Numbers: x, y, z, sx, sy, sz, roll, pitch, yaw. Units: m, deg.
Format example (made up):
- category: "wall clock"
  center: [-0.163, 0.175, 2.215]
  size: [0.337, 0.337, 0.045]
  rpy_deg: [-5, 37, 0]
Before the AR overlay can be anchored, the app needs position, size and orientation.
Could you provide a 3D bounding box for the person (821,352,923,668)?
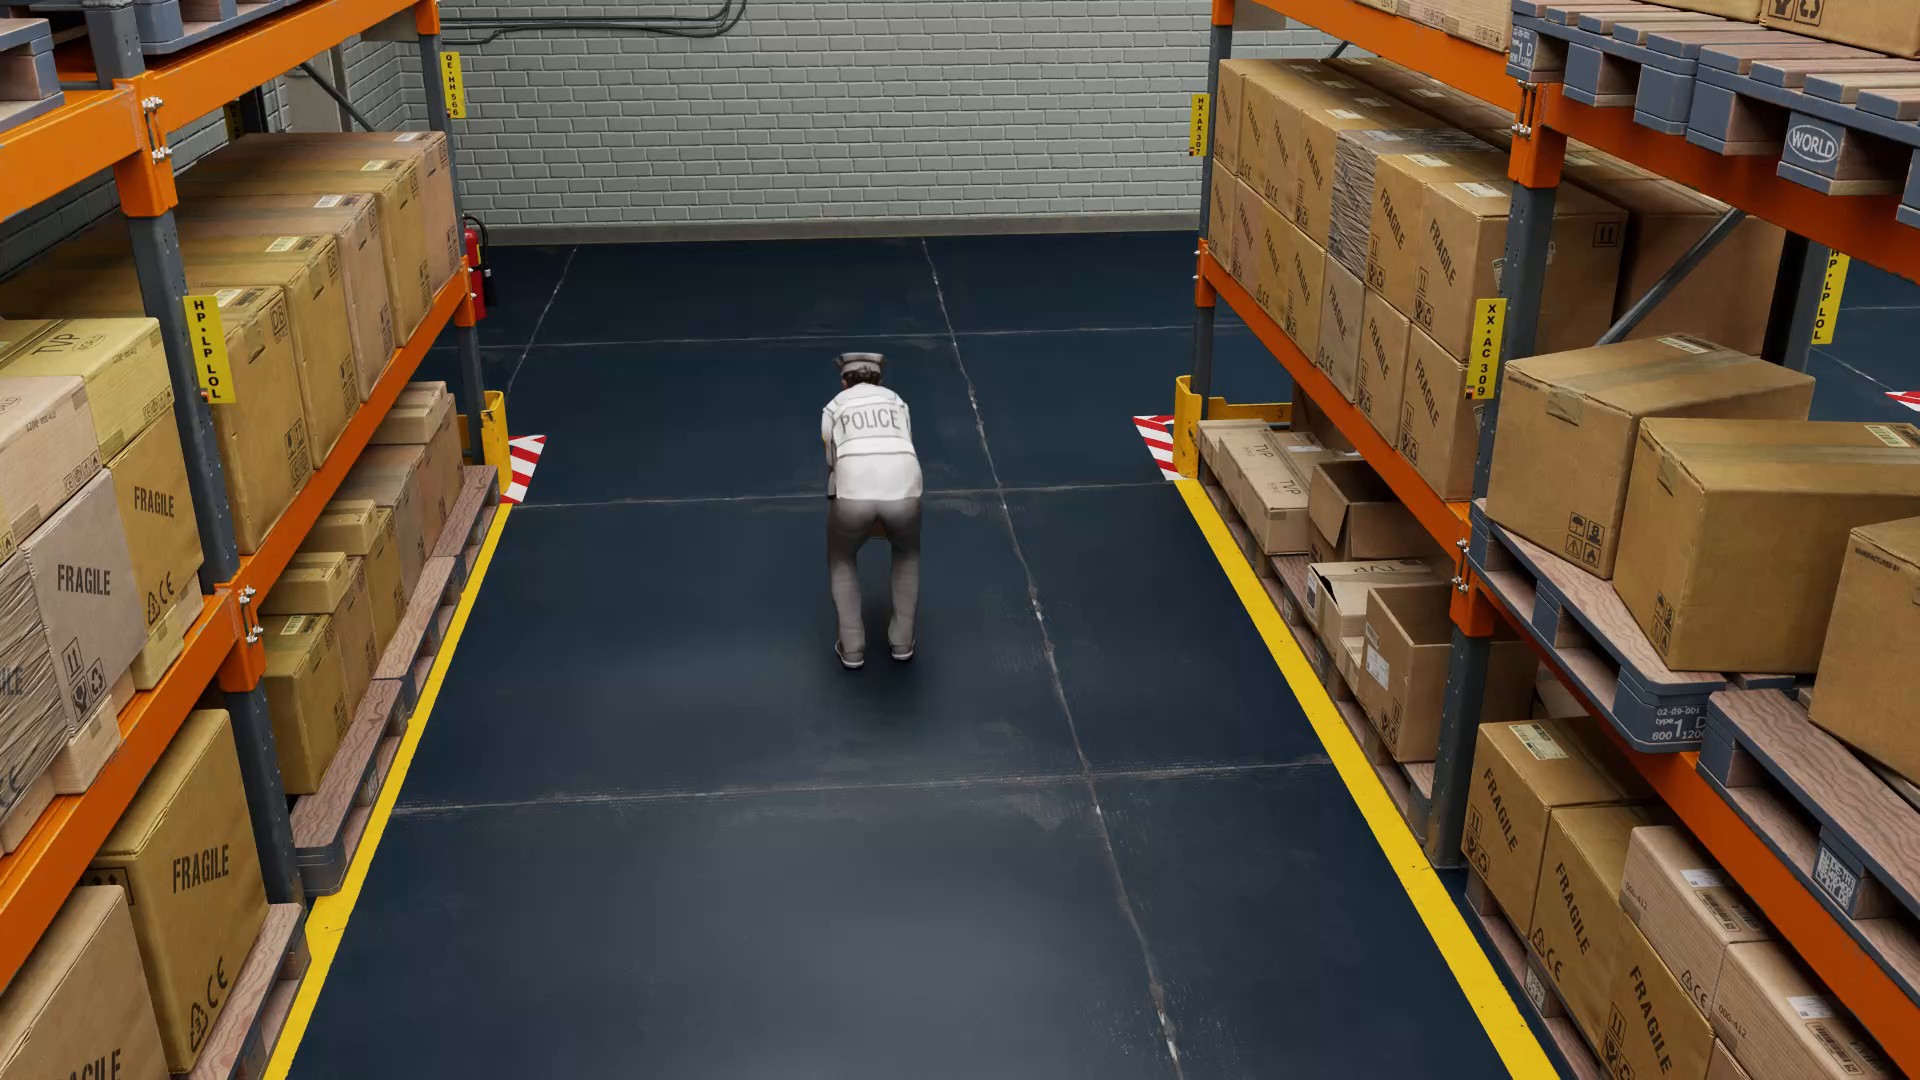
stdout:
- category: "person"
  center: [-0.397, -0.145, 7.404]
  size: [0.417, 1.284, 0.892]
  rpy_deg: [-3, 24, -7]
